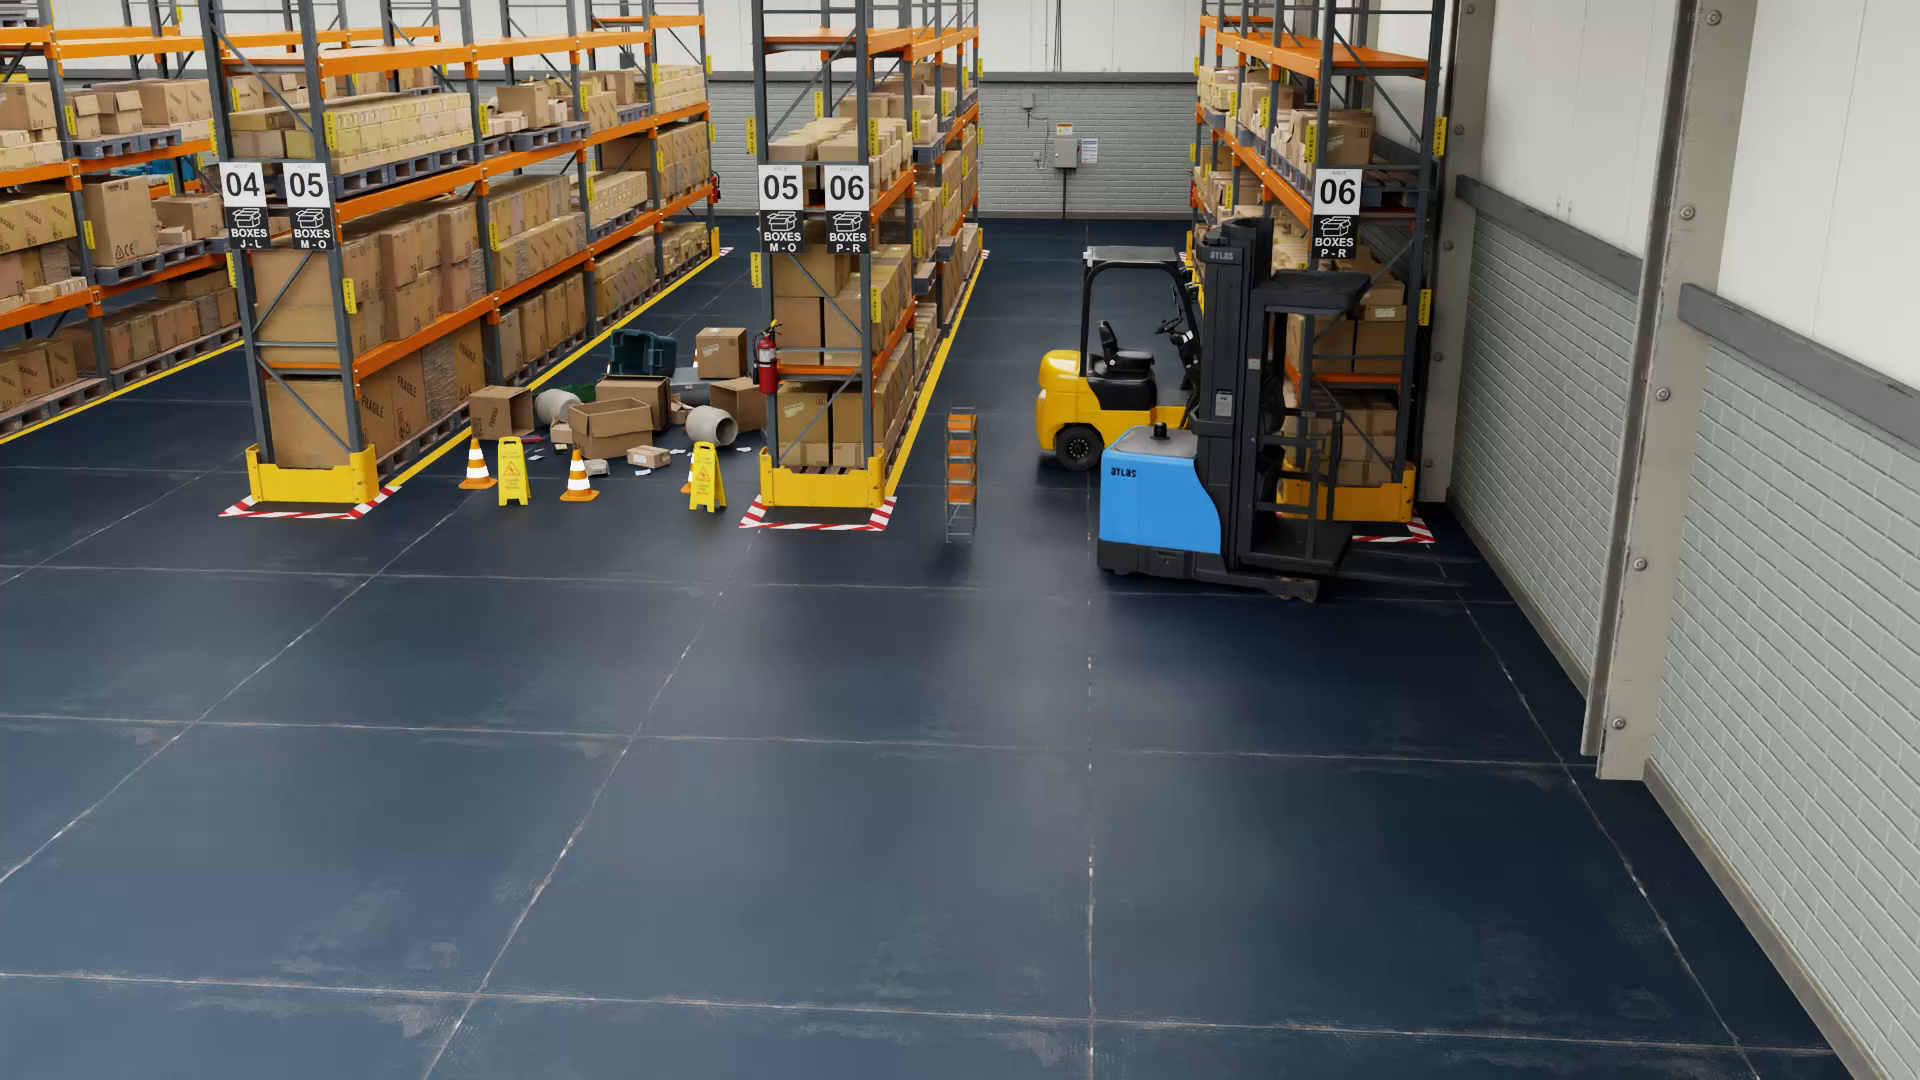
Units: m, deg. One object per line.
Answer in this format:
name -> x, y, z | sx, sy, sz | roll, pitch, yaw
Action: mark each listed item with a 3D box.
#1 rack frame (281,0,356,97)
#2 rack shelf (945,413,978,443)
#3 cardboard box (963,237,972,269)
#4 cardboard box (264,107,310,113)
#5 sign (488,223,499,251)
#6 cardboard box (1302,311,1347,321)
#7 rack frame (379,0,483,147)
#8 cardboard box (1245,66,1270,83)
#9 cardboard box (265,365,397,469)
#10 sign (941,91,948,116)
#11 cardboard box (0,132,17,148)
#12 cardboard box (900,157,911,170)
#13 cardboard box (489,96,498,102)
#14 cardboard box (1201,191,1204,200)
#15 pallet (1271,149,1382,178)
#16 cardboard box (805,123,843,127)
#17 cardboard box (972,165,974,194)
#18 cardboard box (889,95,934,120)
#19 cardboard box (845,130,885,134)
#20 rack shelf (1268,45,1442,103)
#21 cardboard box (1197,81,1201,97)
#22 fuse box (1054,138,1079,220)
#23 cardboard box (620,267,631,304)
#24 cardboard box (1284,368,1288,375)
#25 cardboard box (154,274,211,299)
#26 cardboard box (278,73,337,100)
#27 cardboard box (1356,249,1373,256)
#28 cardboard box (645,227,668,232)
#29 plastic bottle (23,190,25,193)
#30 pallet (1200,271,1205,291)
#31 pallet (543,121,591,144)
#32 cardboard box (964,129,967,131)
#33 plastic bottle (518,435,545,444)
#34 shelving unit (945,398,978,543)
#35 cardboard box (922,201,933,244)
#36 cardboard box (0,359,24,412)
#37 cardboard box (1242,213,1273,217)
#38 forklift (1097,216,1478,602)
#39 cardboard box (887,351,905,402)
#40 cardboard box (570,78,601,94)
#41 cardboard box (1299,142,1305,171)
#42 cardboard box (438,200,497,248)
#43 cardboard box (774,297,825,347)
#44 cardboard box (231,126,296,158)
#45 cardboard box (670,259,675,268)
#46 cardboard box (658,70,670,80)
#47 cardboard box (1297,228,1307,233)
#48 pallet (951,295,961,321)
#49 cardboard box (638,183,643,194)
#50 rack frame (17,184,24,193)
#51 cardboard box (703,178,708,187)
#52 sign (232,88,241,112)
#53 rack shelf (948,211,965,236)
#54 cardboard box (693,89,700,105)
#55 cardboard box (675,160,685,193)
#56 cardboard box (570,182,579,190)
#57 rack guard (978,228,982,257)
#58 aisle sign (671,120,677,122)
rack frame -> -10.346, -8.569, 26.623 | 1.000, 3.000, 0.127 | 1, 18, 4
rack shelf -> 0.012, -0.995, 14.771 | 0.258, 0.148, 0.480 | 1, 18, 4
cardboard box -> -0.246, -4.950, 28.652 | 0.875, 0.438, 0.875 | 1, 18, 2
cardboard box -> -6.526, -4.131, 16.184 | 0.380, 0.149, 0.250 | 2, 18, 5
sign -> -5.426, -3.529, 19.358 | 0.100, 0.325, 0.005 | 1, 18, 4
cardboard box -> 3.374, -2.130, 15.405 | 0.380, 0.149, 0.250 | 2, 18, 5
rack frame -> -5.980, -5.943, 18.607 | 1.000, 3.000, 0.127 | 1, 18, 4
cardboard box -> 4.550, -7.099, 25.380 | 0.396, 0.266, 0.258 | 1, 18, 4
cardboard box -> -6.284, -1.251, 16.662 | 0.875, 0.875, 0.875 | 1, 18, 4
sign -> -0.208, -5.913, 22.504 | 0.100, 0.325, 0.005 | 1, 18, 4
cardboard box -> -10.691, -4.423, 18.387 | 0.380, 0.149, 0.250 | 1, 18, 2
cardboard box -> -0.753, -4.214, 18.551 | 0.380, 0.149, 0.250 | 1, 18, 4
cardboard box -> -5.965, -5.744, 22.127 | 0.500, 0.311, 0.500 | 1, 18, 4
cardboard box -> 4.338, -5.933, 28.617 | 0.380, 0.149, 0.250 | 2, 18, 5
pallet -> 3.880, -4.021, 17.701 | 1.003, 0.211, 1.213 | 1, 18, 4
cardboard box -> -1.447, -4.363, 17.726 | 0.380, 0.149, 0.250 | 1, 18, 4
cardboard box -> -0.024, -6.316, 29.220 | 0.500, 0.500, 0.500 | 2, 18, 6
cardboard box -> -0.568, -5.131, 19.712 | 0.500, 0.250, 0.500 | 1, 18, 3
cardboard box -> -0.953, -4.033, 16.719 | 0.380, 0.149, 0.250 | 2, 18, 5
rack shelf -> 3.772, -4.601, 16.309 | 1.077, 0.370, 4.000 | 1, 18, 4
cardboard box -> 4.472, -7.994, 29.447 | 0.500, 0.250, 0.500 | 1, 18, 3
fuse box -> 2.291, -7.787, 35.939 | 0.539, 1.711, 0.414 | 1, 18, 4
cardboard box -> -5.323, -3.875, 25.273 | 0.500, 0.500, 0.500 | 1, 18, 3
cardboard box -> 3.452, -1.651, 17.282 | 0.500, 0.250, 0.500 | 1, 18, 3
cardboard box -> -10.679, -3.480, 22.829 | 0.500, 0.250, 0.500 | 3, 18, 10
cardboard box -> -10.378, -7.211, 26.459 | 0.700, 0.500, 0.500 | 2, 18, 5
cardboard box -> 4.135, -2.975, 17.506 | 0.380, 0.149, 0.250 | 1, 18, 3
cardboard box -> -5.477, -5.548, 29.987 | 0.380, 0.149, 0.250 | 0, 18, 1
plastic bottle -> -15.170, -5.516, 27.019 | 0.144, 0.351, 0.185 | 1, 18, 4
pallet -> 4.539, -4.276, 27.633 | 1.003, 0.211, 1.213 | 1, 18, 4
pallet -> -5.686, -5.469, 22.281 | 1.213, 0.211, 1.003 | 2, 18, 6
cardboard box -> -0.075, -6.976, 28.587 | 0.380, 0.149, 0.250 | 2, 18, 6
plastic bottle -> -4.690, -1.104, 18.195 | 0.283, 0.061, 0.133 | -5, 19, -15
shelving unit -> 0.012, -0.622, 14.893 | 0.258, 1.200, 0.503 | 1, 18, 4
cardboard box -> -0.605, -4.009, 21.027 | 0.500, 0.500, 0.500 | 1, 18, 2
cardboard box -> -10.988, -1.750, 18.785 | 0.500, 0.500, 0.500 | 0, 18, -1
cardboard box -> 3.869, -4.164, 21.611 | 0.380, 0.149, 0.250 | 1, 18, 5
forklift -> 2.728, -1.081, 13.516 | 3.031, 2.935, 1.130 | 7, 19, 20
cardboard box -> -0.880, -1.756, 18.001 | 0.500, 0.500, 0.500 | 2, 18, 7
cardboard box -> -5.373, -6.530, 23.828 | 0.396, 0.266, 0.258 | 1, 18, 4
cardboard box -> 3.404, -3.612, 15.693 | 0.396, 0.266, 0.258 | 1, 18, 4
cardboard box -> -5.950, -3.769, 19.841 | 0.700, 0.500, 0.500 | 1, 18, 3
cardboard box -> -1.558, -2.134, 15.980 | 0.500, 0.500, 0.500 | 1, 18, 3
cardboard box -> -6.510, -3.750, 15.662 | 0.500, 0.250, 0.500 | 2, 18, 5
cardboard box -> -5.075, -4.688, 28.317 | 0.380, 0.149, 0.250 | 1, 18, 4
cardboard box -> -5.068, -7.766, 27.786 | 0.380, 0.149, 0.250 | 1, 18, 2
cardboard box -> 4.286, -3.679, 20.132 | 0.380, 0.149, 0.250 | 1, 18, 4
pallet -> -0.527, -3.551, 25.421 | 1.003, 0.211, 1.213 | 1, 18, 4
cardboard box -> -5.256, -5.588, 26.411 | 0.380, 0.149, 0.250 | 1, 18, 4
rack frame -> -15.287, -5.829, 27.895 | 1.000, 3.000, 0.127 | 1, 18, 4
cardboard box -> -4.861, -6.592, 30.626 | 0.380, 0.149, 0.250 | 1, 18, 4
sign -> -10.092, -6.134, 23.180 | 0.100, 0.325, 0.005 | 1, 18, 4
rack shelf -> -0.605, -4.534, 25.099 | 1.077, 0.370, 4.000 | 1, 18, 4
cardboard box -> -4.918, -7.867, 29.538 | 0.500, 0.250, 0.500 | 1, 18, 4
cardboard box -> -5.019, -6.223, 28.459 | 0.500, 0.500, 0.500 | 1, 18, 3
cardboard box -> -6.001, -5.342, 25.181 | 0.380, 0.149, 0.250 | 2, 18, 6
rack guard -> -0.173, -5.559, 31.086 | 1.175, 0.500, 0.348 | 1, 18, 4
aisle sign -> -5.414, -8.083, 30.600 | 0.394, 0.787, 0.004 | 1, 18, 4
